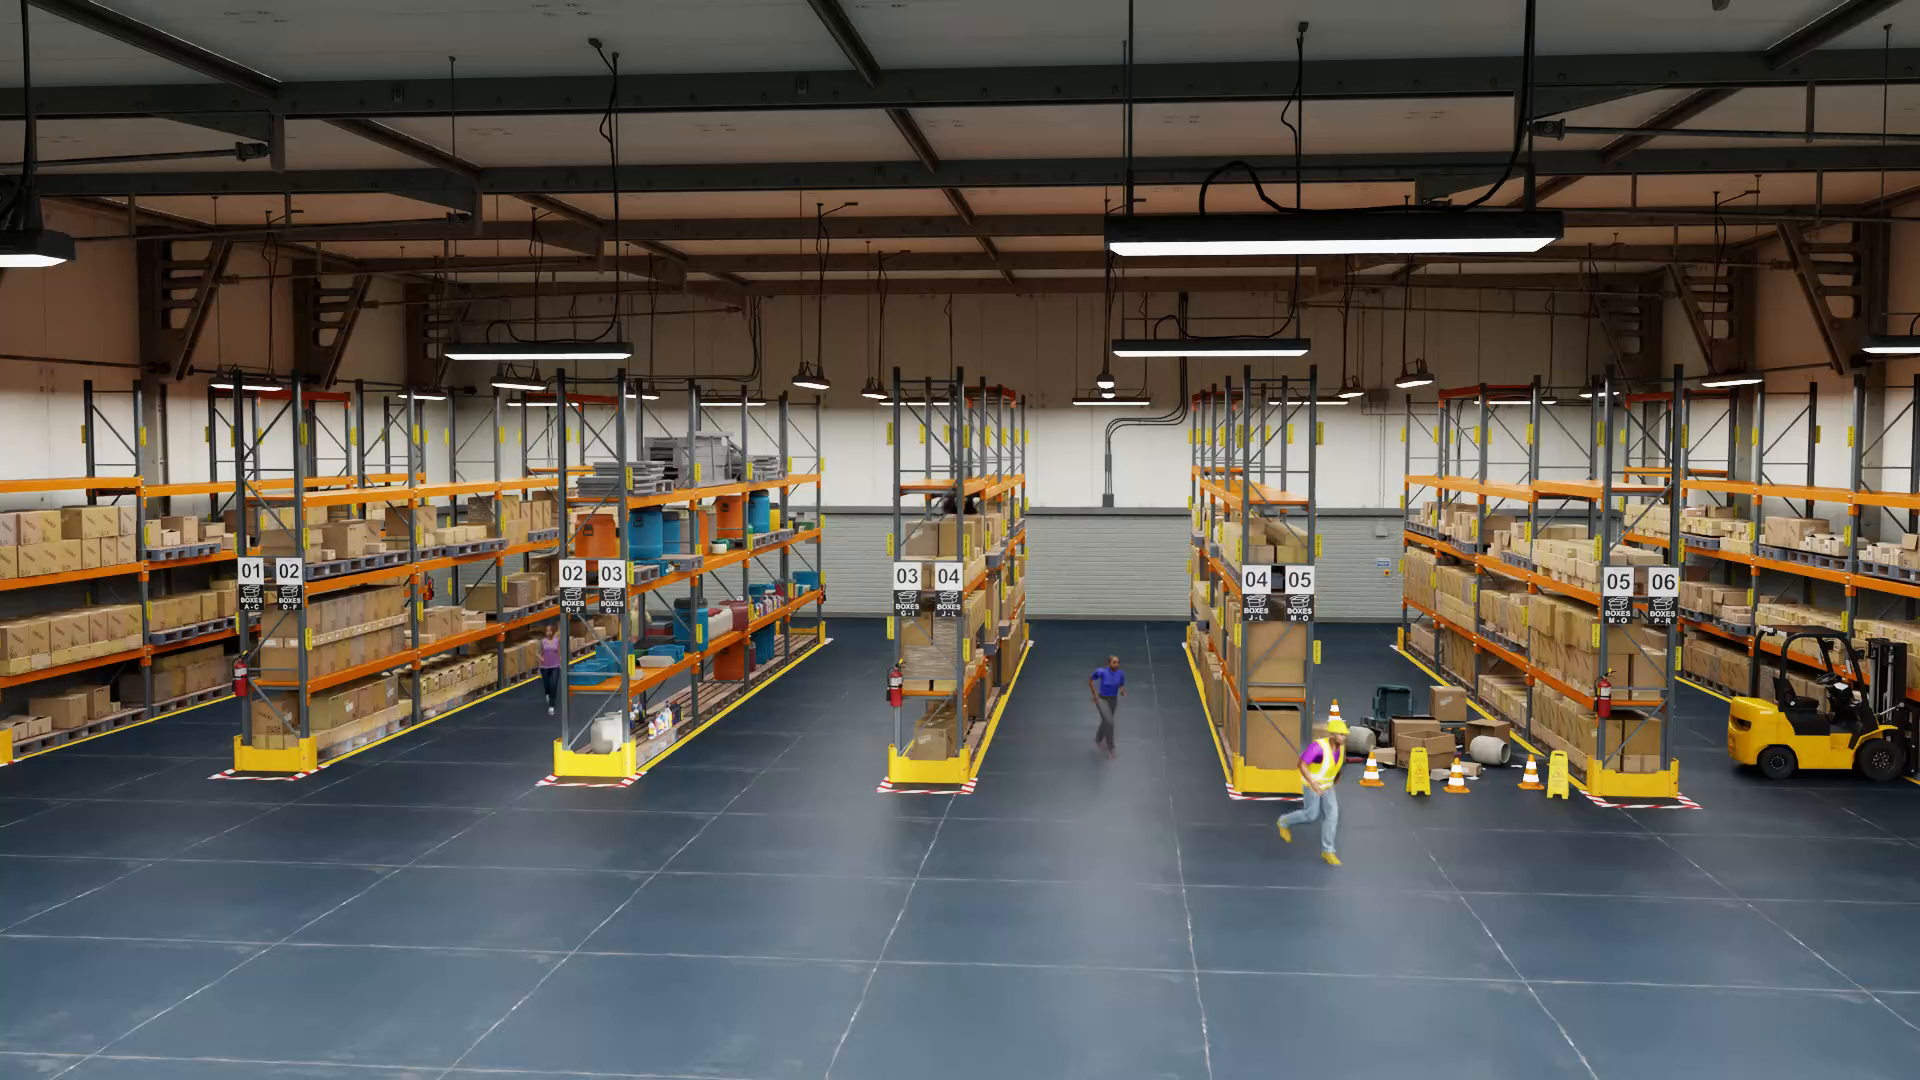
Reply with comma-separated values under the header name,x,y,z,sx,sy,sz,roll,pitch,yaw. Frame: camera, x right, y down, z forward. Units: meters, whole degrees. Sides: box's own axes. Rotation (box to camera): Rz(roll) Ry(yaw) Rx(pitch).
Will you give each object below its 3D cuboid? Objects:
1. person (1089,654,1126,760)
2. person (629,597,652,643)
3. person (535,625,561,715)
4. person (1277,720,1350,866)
name,x,y,z,sx,sy,sz,roll,pitch,yaw
person,2.294,2.591,26.132,0.571,1.638,0.895,-2,4,-24
person,-6.795,1.990,35.025,0.581,1.566,0.509,0,4,6
person,-7.452,2.332,30.255,0.538,1.599,0.848,-1,4,-13
person,4.209,2.948,19.791,0.720,1.713,1.022,-3,5,-42
